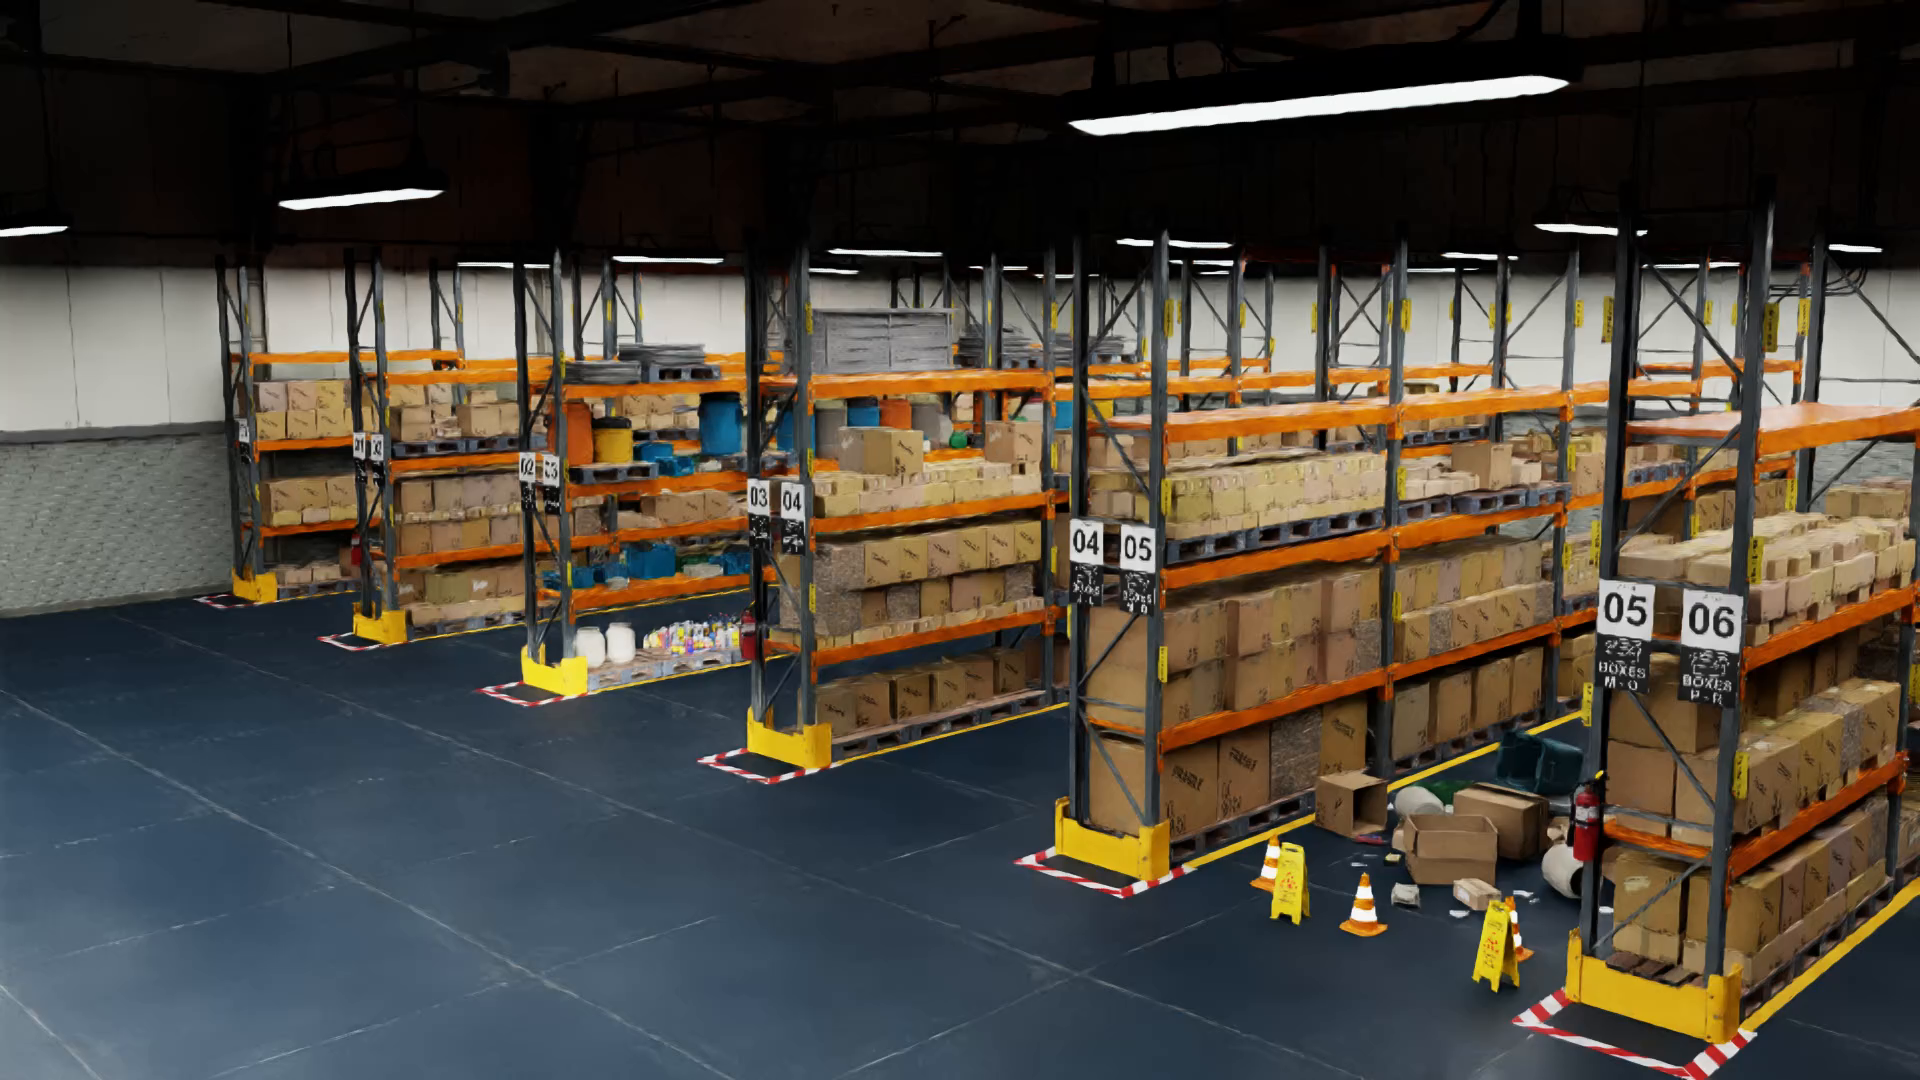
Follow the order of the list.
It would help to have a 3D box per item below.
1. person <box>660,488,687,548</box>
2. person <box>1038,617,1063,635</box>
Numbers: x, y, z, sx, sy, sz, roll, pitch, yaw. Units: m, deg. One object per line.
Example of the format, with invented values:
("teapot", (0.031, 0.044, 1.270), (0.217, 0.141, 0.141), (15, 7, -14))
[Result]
("person", (-5.525, -0.151, 31.576), (1.121, 1.691, 0.577), (-7, 11, -42))
("person", (1.227, 0.962, 24.064), (1.088, 1.589, 0.456), (-7, 11, -42))
